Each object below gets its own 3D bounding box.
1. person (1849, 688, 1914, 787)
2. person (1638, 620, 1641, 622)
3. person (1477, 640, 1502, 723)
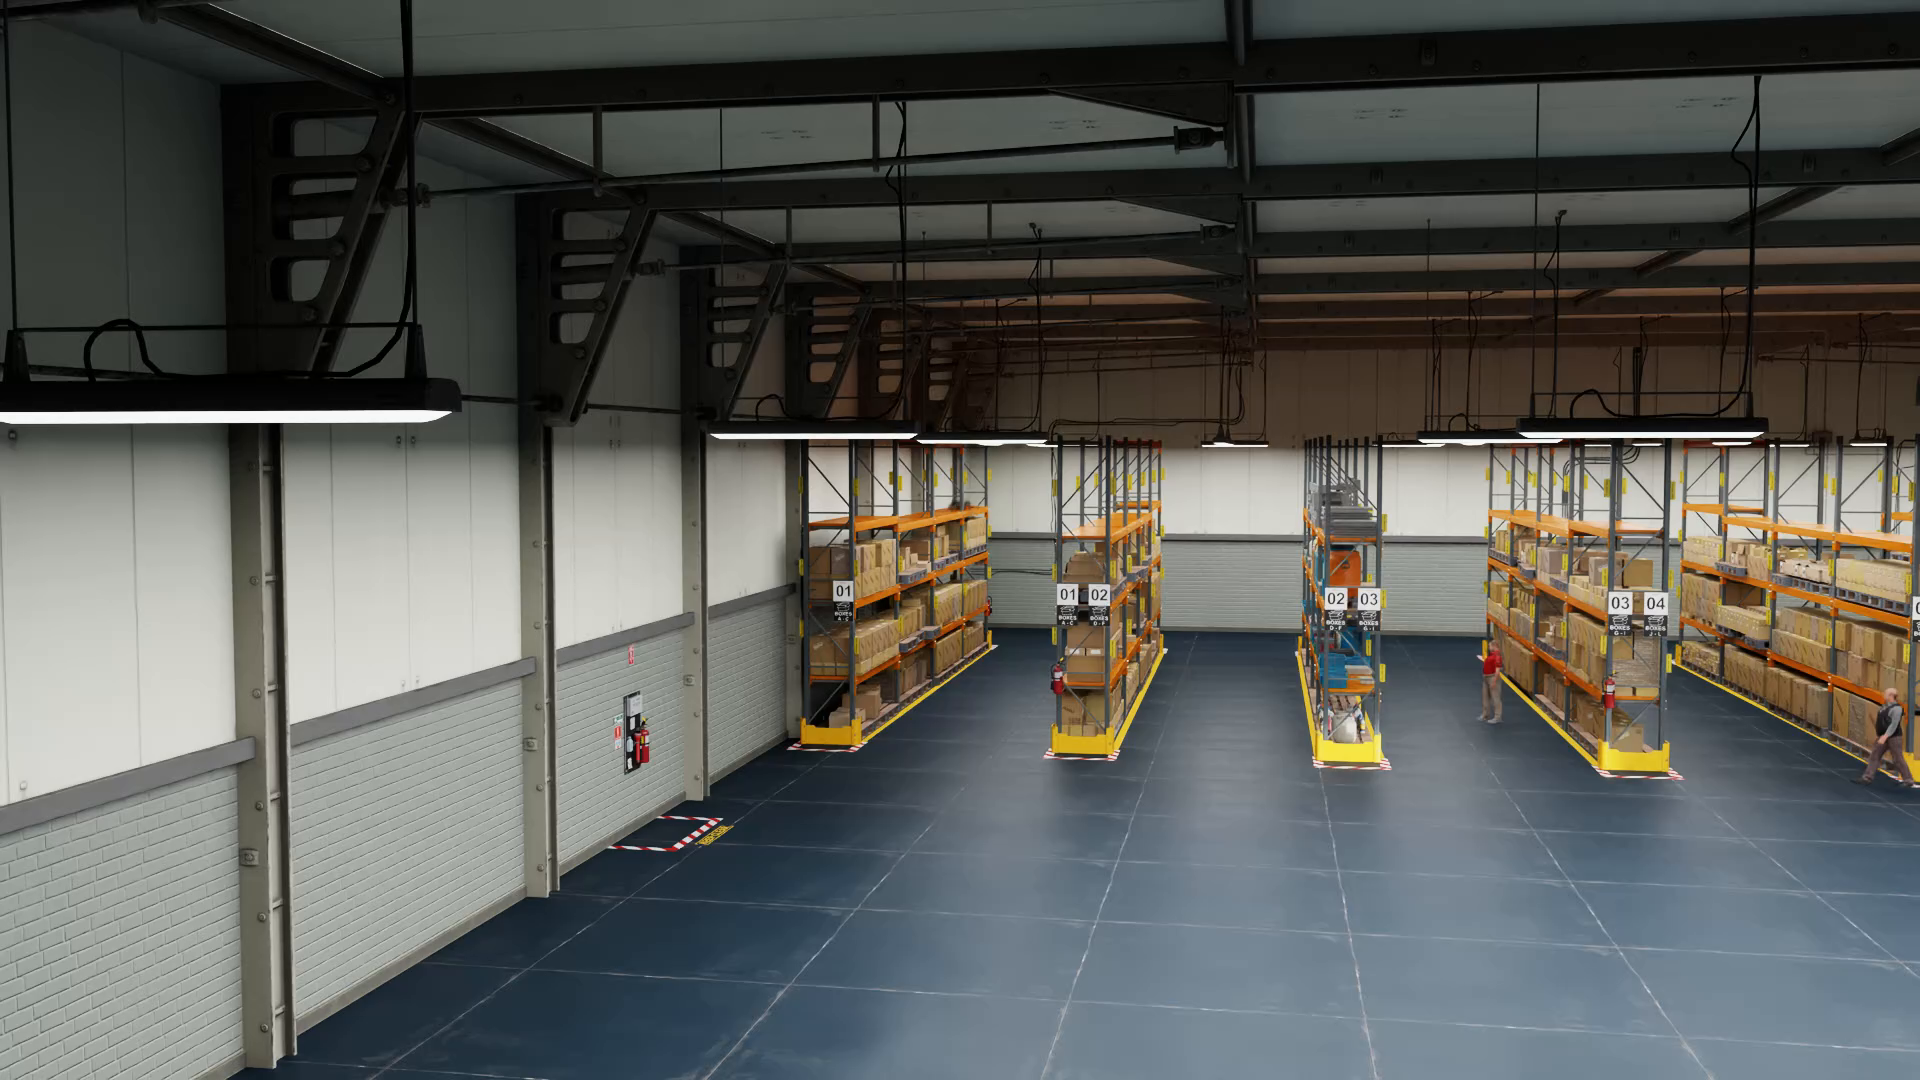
[{"bbox_3d":[15.634,3.340,28.122,0.951,1.673,0.607,0,3,3],"label":"person"},{"bbox_3d":[18.116,2.440,45.002,0.405,1.674,0.579,-3,4,-41],"label":"person"},{"bbox_3d":[11.158,2.965,34.981,0.453,1.724,0.596,0,3,-9],"label":"person"}]
